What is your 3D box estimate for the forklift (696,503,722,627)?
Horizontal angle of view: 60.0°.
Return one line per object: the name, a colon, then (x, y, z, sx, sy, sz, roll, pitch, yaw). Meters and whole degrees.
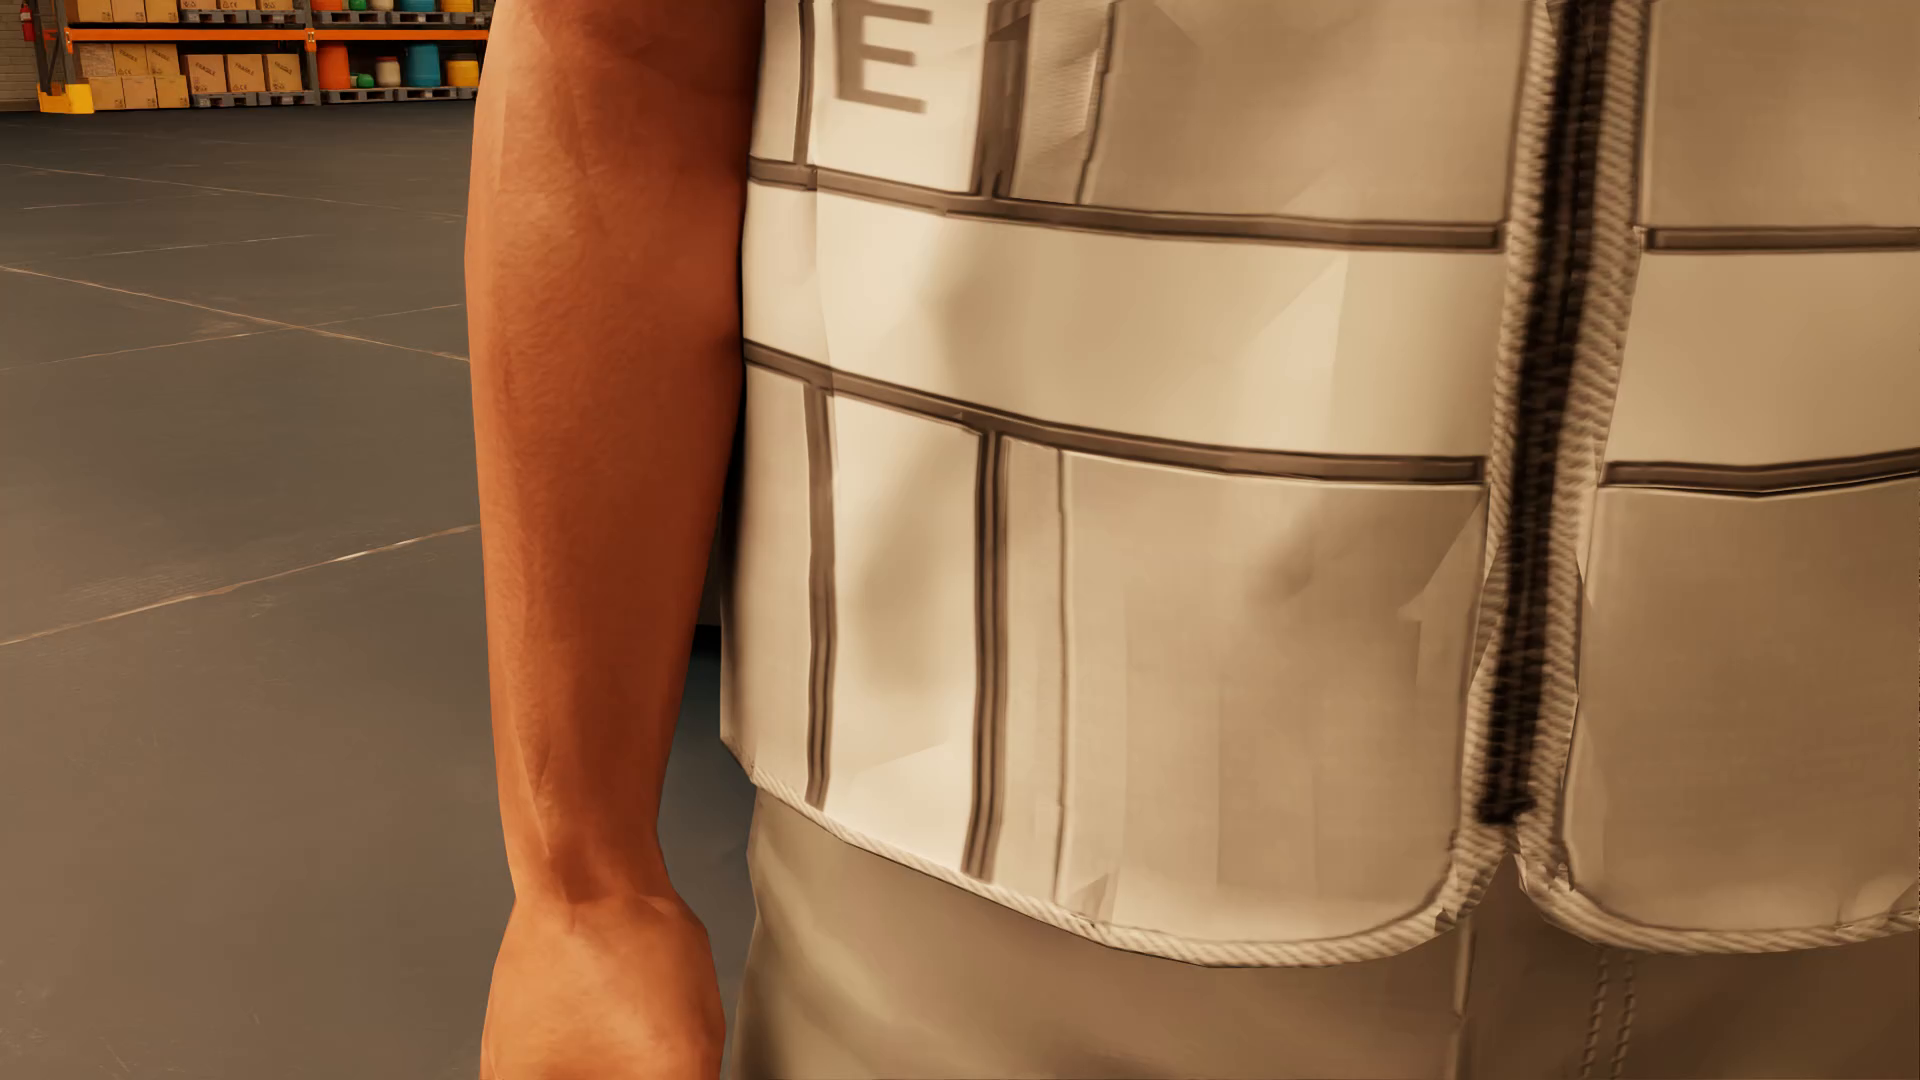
forklift: (0.182, -1.571, 4.072, 1.130, 2.935, 3.031, 5, 18, 17)
